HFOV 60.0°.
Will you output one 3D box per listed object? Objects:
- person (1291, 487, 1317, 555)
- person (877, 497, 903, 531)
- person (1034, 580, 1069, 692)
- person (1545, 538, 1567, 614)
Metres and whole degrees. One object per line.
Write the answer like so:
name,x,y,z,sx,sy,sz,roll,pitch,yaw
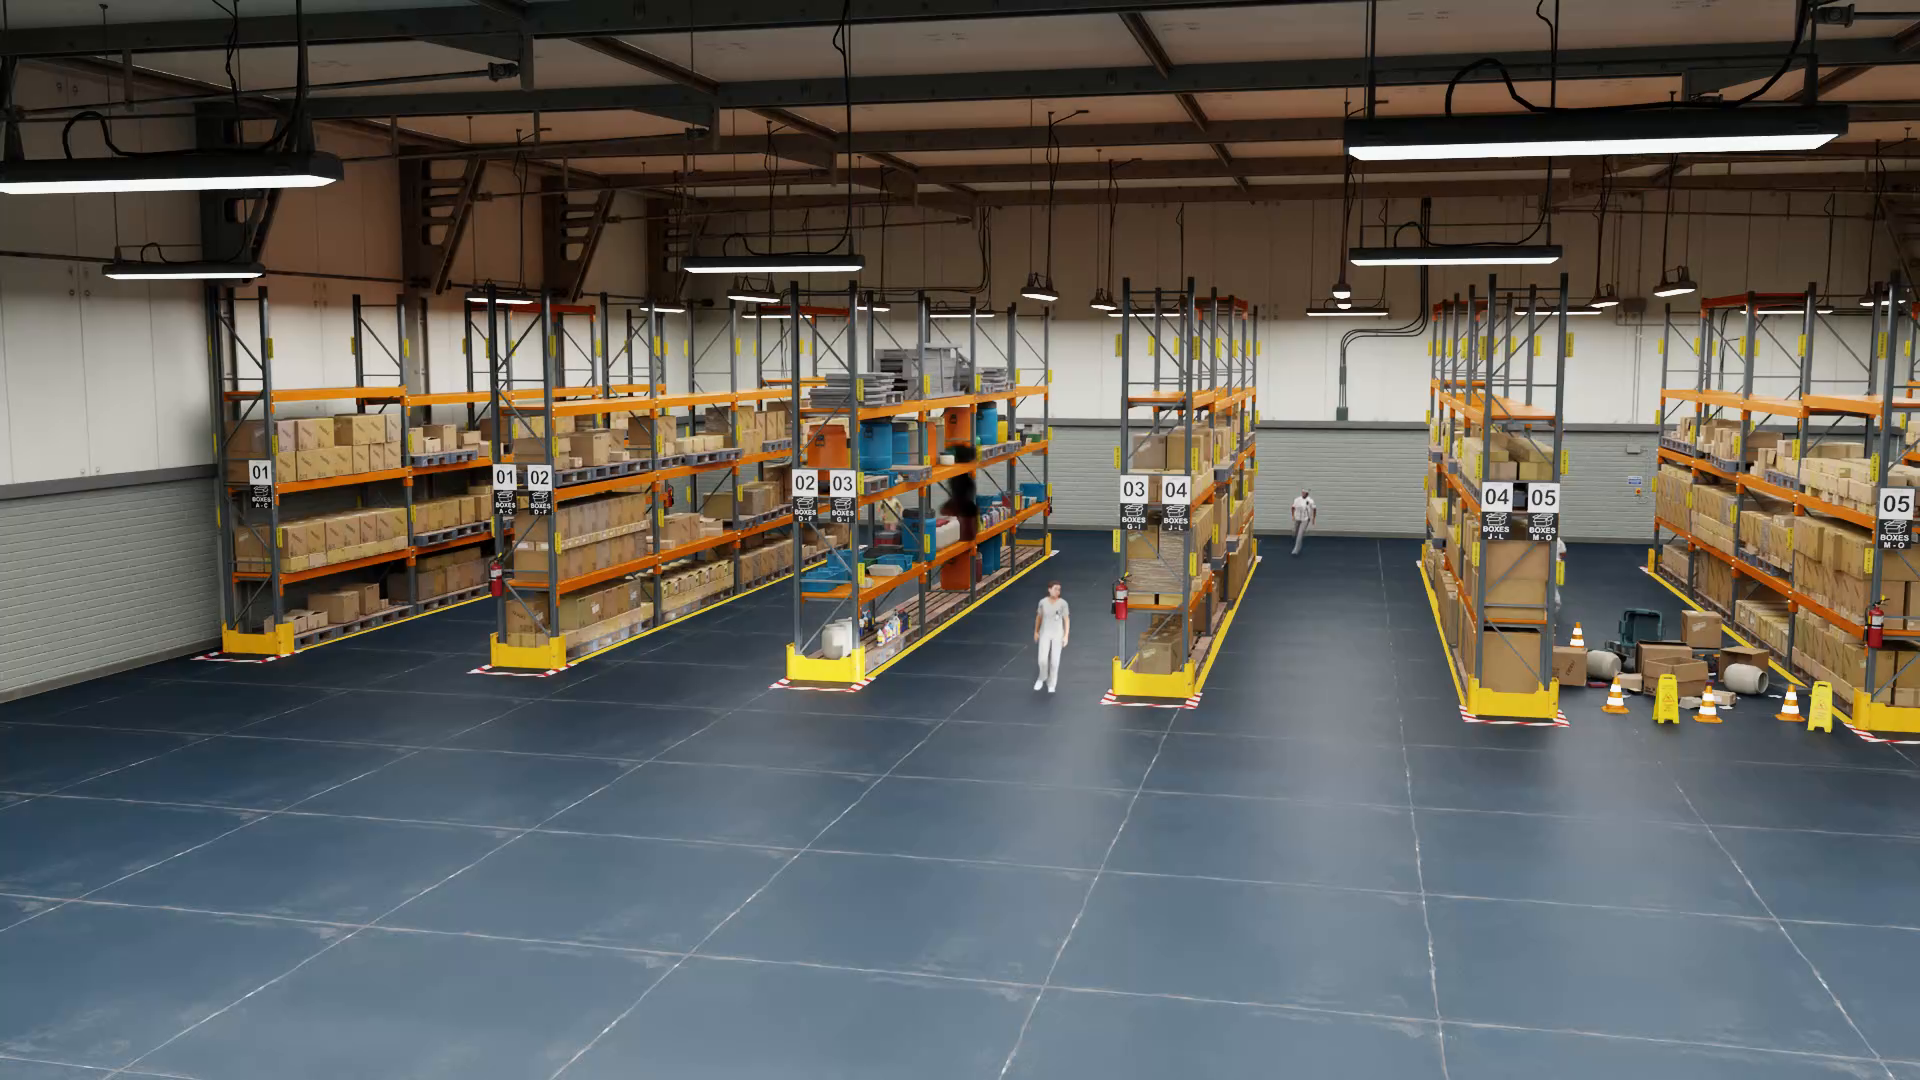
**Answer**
person,8.289,-0.464,40.220,0.605,1.657,0.932,3,7,27
person,-1.683,-0.389,39.925,0.627,1.691,0.753,0,7,-3
person,1.327,1.385,24.136,0.517,1.628,0.464,1,7,4
person,11.121,0.557,31.343,0.662,1.730,0.795,0,7,2
